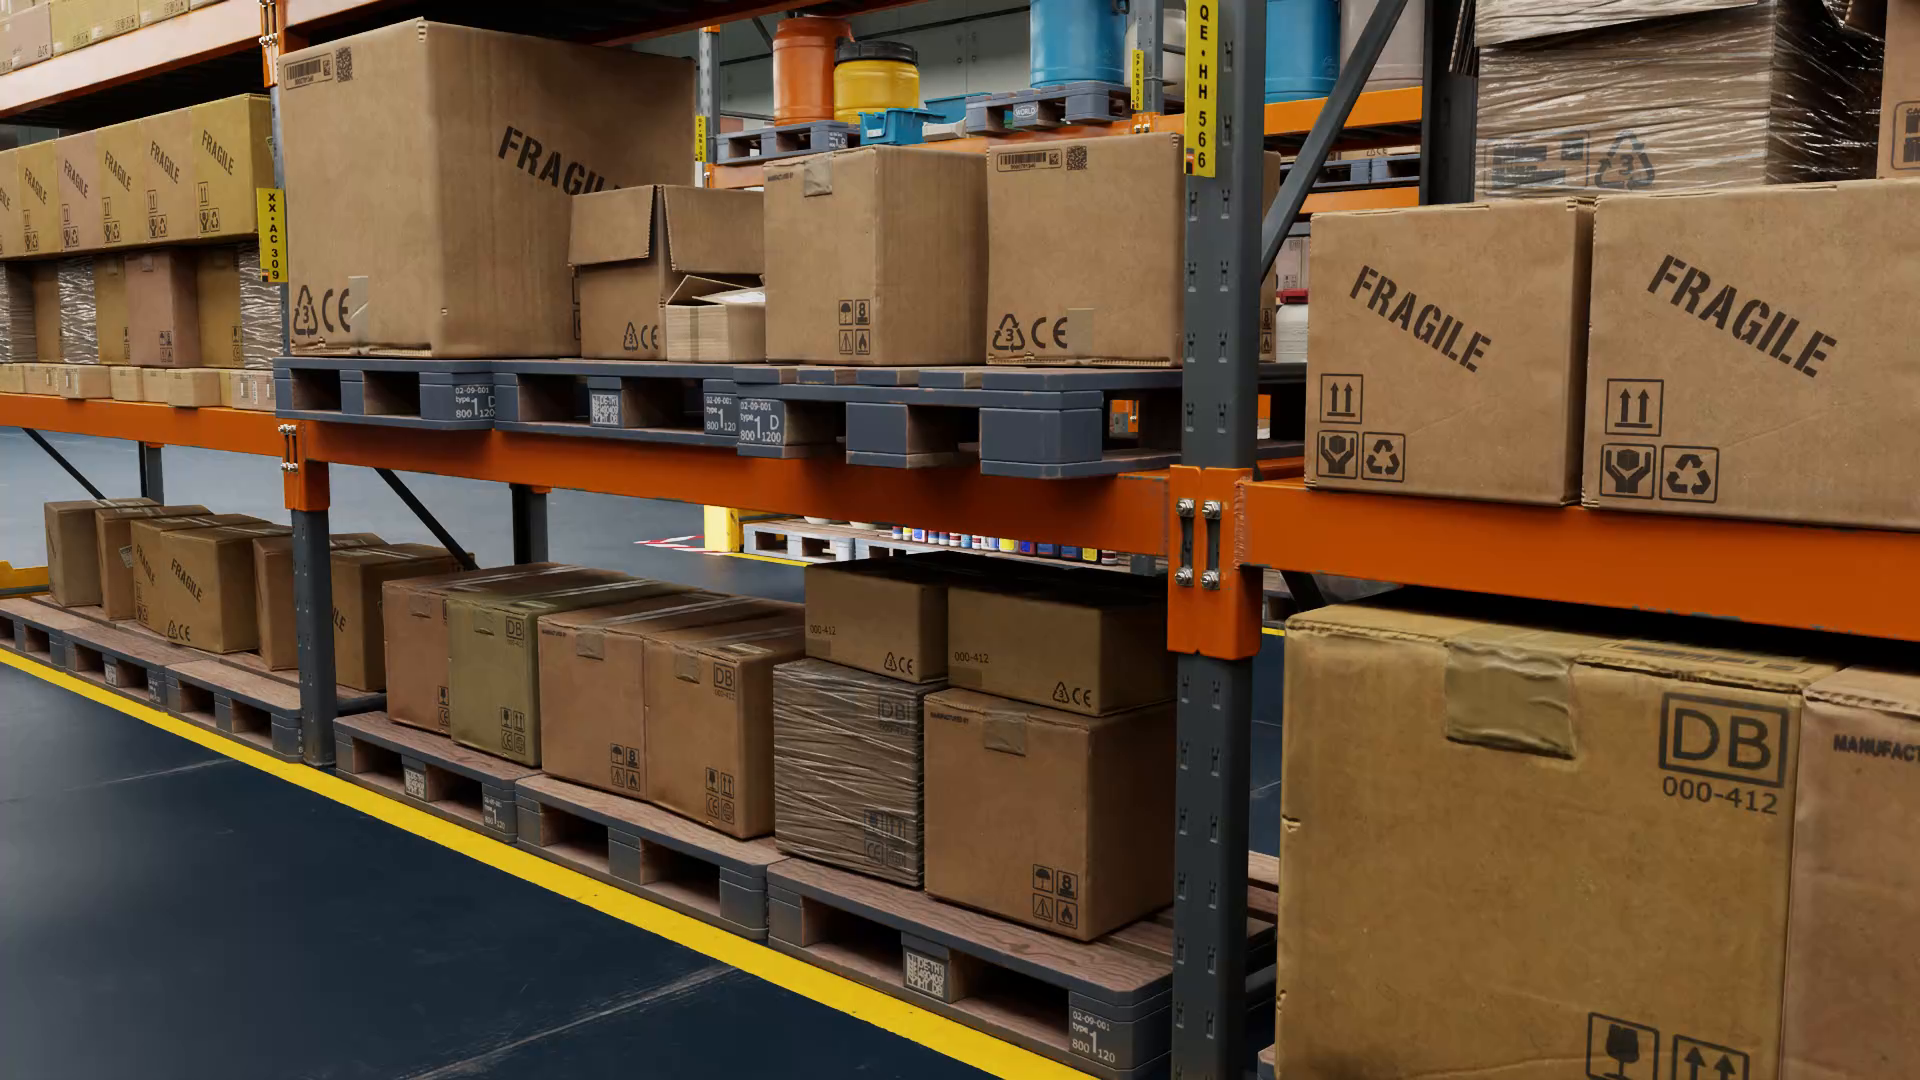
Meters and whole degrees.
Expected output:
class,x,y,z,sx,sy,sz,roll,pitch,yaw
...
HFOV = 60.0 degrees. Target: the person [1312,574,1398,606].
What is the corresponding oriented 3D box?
class,x,y,z,sx,sy,sz,roll,pitch,yaw
person,1.664,0.292,6.721,0.524,0.945,0.982,6,9,41
